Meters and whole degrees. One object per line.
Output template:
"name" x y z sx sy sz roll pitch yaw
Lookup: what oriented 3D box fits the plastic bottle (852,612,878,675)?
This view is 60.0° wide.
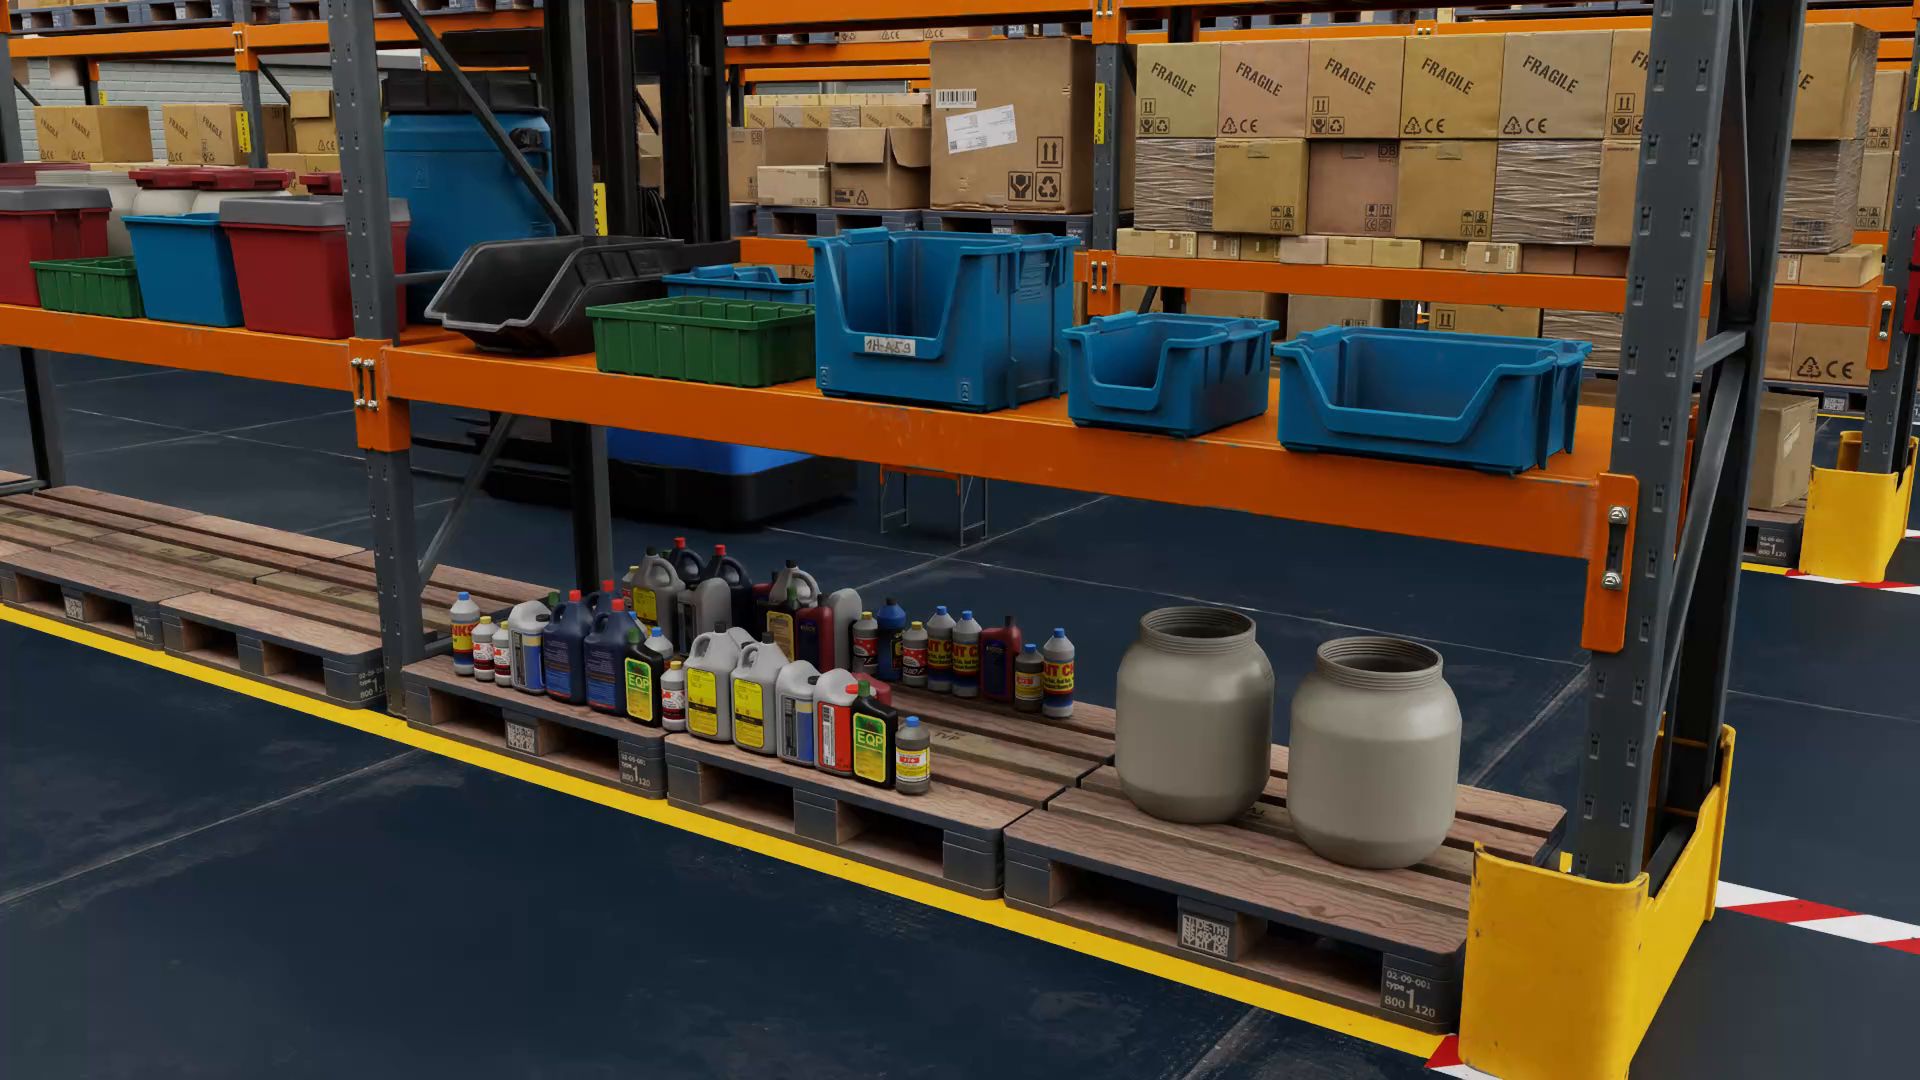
"plastic bottle" -0.313 0.343 5.603 0.097 0.201 0.097 0 14 0

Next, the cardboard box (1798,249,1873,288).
"cardboard box" 4.050 -1.259 7.689 0.250 0.149 0.380 9 17 33

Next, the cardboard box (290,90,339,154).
"cardboard box" -5.021 -3.444 13.700 0.637 0.503 0.797 9 16 31

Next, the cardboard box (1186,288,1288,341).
"cardboard box" 2.571 -2.203 14.787 0.750 0.750 1.050 9 17 33

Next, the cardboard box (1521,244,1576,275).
"cardboard box" 3.004 -1.423 8.353 0.250 0.149 0.380 9 17 33

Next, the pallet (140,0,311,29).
"pallet" -6.228 -4.518 14.273 1.213 0.211 1.003 9 17 33

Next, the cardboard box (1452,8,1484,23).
"cardboard box" 5.631 -5.602 17.905 0.500 0.250 0.500 9 17 33

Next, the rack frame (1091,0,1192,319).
"rack frame" 1.083 -1.920 9.838 0.127 3.000 1.000 9 17 33

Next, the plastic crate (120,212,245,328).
"plastic crate" -2.770 -1.011 6.197 0.575 0.384 0.392 9 17 33

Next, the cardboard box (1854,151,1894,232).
"cardboard box" 6.452 -2.542 12.038 0.550 0.550 0.875 9 17 33

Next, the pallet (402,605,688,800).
"pallet" -1.147 0.519 5.786 1.213 0.211 1.003 9 17 33

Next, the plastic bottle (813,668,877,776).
"plastic bottle" -0.325 0.514 4.756 0.135 0.276 0.152 9 17 33

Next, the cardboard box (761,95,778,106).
"cardboard box" -2.566 -6.141 23.249 0.250 0.149 0.380 9 16 31

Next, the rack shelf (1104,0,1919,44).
"rack shelf" 2.742 -2.759 8.480 4.000 0.370 1.077 9 17 33

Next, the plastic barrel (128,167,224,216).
"plastic barrel" -3.321 -1.327 7.159 0.433 0.535 0.433 0 14 0

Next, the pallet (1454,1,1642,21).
"pallet" 4.608 -4.197 12.976 1.213 0.211 1.003 9 17 33

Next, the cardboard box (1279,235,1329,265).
"cardboard box" 1.914 -1.572 8.954 0.250 0.149 0.380 9 17 33

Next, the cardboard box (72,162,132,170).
"cardboard box" -7.777 -3.346 15.292 0.500 0.250 0.500 9 16 31

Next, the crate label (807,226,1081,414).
"crate label" -0.040 -0.606 4.456 0.616 0.435 0.502 9 17 33

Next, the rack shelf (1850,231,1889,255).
"rack shelf" 5.594 -2.278 12.781 4.000 0.370 1.077 9 17 33

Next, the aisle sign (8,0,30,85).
"aisle sign" -9.102 -4.741 15.824 0.004 0.787 0.394 9 17 33

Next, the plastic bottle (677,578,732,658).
"plastic bottle" -0.889 0.264 5.769 0.135 0.276 0.152 9 17 33

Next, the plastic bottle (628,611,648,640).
"plastic bottle" -1.055 0.365 5.370 0.097 0.271 0.097 0 14 0

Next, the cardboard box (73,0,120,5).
"cardboard box" -7.557 -5.068 15.022 0.500 0.500 0.700 8 16 29

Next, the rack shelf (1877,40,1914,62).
"rack shelf" 8.273 -4.735 16.462 4.000 0.370 1.077 9 17 33

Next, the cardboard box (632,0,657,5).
"cardboard box" -1.988 -3.726 11.203 0.500 0.250 0.500 10 17 34

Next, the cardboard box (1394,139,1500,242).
"cardboard box" 2.680 -1.844 8.703 0.500 0.500 0.875 9 17 33

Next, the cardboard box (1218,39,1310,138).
"cardboard box" 1.730 -2.421 8.951 0.500 0.500 0.500 9 17 33

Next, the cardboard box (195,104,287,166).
"cardboard box" -6.086 -3.437 14.097 0.500 0.500 0.500 10 17 34

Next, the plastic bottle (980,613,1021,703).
"plastic bottle" 0.130 0.370 5.325 0.133 0.283 0.061 10 17 34

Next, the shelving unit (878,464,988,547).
"shelving unit" -0.137 -0.605 8.269 0.503 1.200 0.258 9 17 33

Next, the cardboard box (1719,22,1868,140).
"cardboard box" 3.808 -2.086 7.602 0.500 0.500 0.500 9 17 33

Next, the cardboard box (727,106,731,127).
"cardboard box" -3.104 -5.918 23.699 0.500 0.500 0.500 9 16 32

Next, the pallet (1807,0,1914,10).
"pallet" 6.633 -3.870 11.655 1.213 0.211 1.003 9 17 33

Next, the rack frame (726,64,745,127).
"rack frame" -2.703 -3.968 18.112 0.127 3.000 1.000 9 17 33

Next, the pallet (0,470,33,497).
"pallet" -5.678 -0.213 8.744 1.213 0.211 1.003 9 17 33

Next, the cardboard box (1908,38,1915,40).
"cardboard box" 9.054 -4.755 15.570 0.250 0.149 0.380 10 17 34

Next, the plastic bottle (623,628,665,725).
"plastic bottle" -0.973 0.419 5.125 0.133 0.283 0.061 10 17 35

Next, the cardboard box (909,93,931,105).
"cardboard box" -0.458 -5.796 21.854 0.250 0.149 0.380 9 16 32

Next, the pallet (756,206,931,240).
"pallet" -0.571 -2.106 10.988 1.213 0.211 1.003 9 17 33

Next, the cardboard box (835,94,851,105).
"cardboard box" -1.483 -5.980 22.598 0.250 0.149 0.380 9 16 32

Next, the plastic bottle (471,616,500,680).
"plastic bottle" -1.577 0.356 5.551 0.097 0.201 0.097 0 14 0

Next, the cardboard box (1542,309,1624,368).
"cardboard box" 5.168 -1.850 13.100 0.875 0.875 0.875 9 17 33

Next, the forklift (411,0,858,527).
"forklift" -2.085 -1.736 9.236 3.031 2.935 1.130 9 16 31

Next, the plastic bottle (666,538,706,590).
"plastic bottle" -0.986 0.169 5.997 0.185 0.351 0.144 9 16 31

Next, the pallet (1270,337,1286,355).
"pallet" 3.253 -1.630 14.470 1.213 0.211 1.003 9 17 33

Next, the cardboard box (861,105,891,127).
"cardboard box" -0.987 -5.581 22.336 0.500 0.500 0.500 9 16 32

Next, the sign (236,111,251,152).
"sign" -5.864 -3.341 13.610 0.005 0.325 0.100 9 17 33

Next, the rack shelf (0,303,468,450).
"rack shelf" -3.341 -0.852 7.018 4.000 0.370 1.077 9 17 33

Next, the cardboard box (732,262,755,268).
"cardboard box" -2.238 -2.807 17.748 0.500 0.500 0.500 10 17 35

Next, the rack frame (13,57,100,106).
"rack frame" -8.874 -3.529 16.339 0.127 3.000 1.000 9 17 33

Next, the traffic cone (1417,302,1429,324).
"traffic cone" 4.803 -2.552 17.669 0.334 0.463 0.336 9 17 33

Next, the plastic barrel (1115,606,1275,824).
"plastic barrel" 0.633 0.467 4.496 0.421 0.512 0.421 0 14 0
